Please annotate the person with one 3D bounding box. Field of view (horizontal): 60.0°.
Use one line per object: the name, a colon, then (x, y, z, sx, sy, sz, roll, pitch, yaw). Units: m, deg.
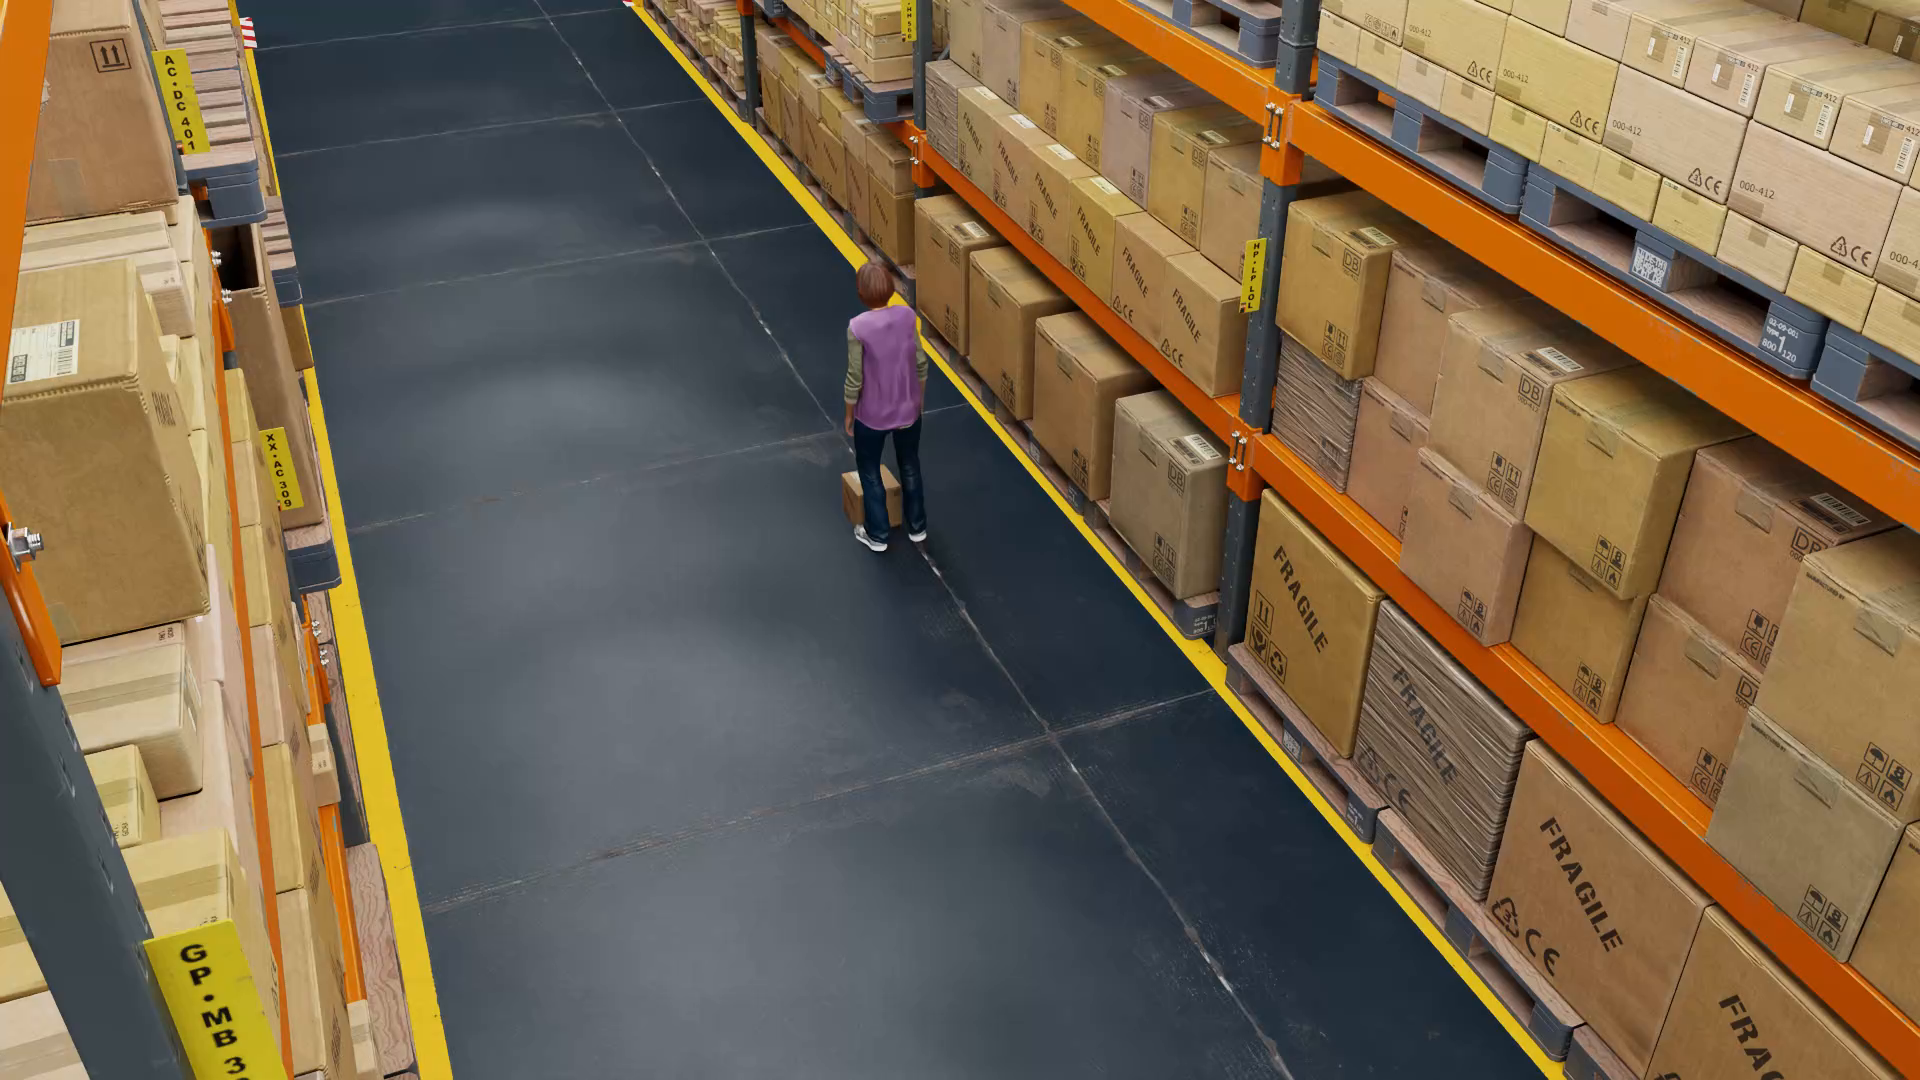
person: (-0.378, -0.658, 8.511, 0.469, 1.590, 0.348, -15, 37, -21)
